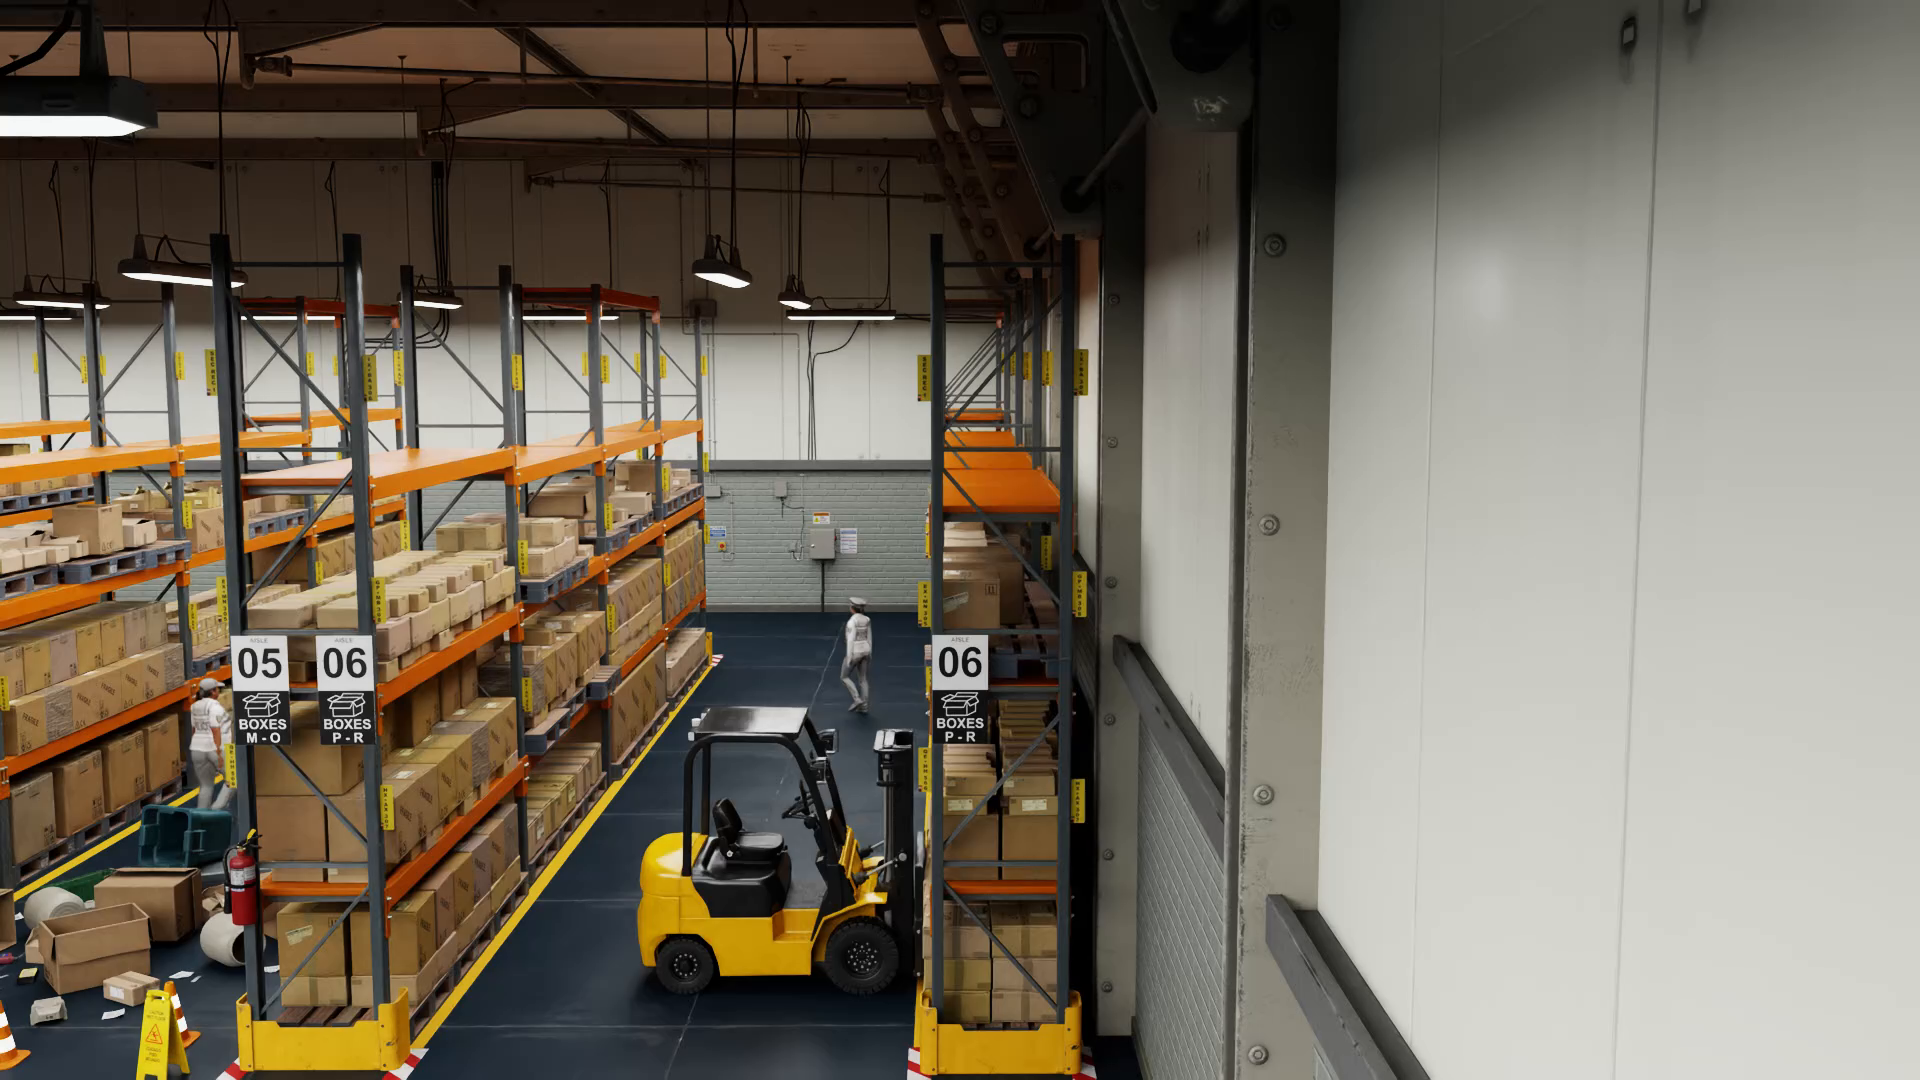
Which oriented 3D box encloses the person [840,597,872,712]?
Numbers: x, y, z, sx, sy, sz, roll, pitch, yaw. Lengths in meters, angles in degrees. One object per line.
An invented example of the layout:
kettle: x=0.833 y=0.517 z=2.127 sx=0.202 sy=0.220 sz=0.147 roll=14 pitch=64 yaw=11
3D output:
person: x=-1.464 y=1.668 z=24.129 sx=0.412 sy=1.683 sz=0.524 roll=6 pitch=8 yaw=42

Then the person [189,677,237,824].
person: x=-8.175 y=2.334 z=18.203 sx=0.543 sy=1.653 sz=0.512 roll=1 pitch=6 yaw=9
